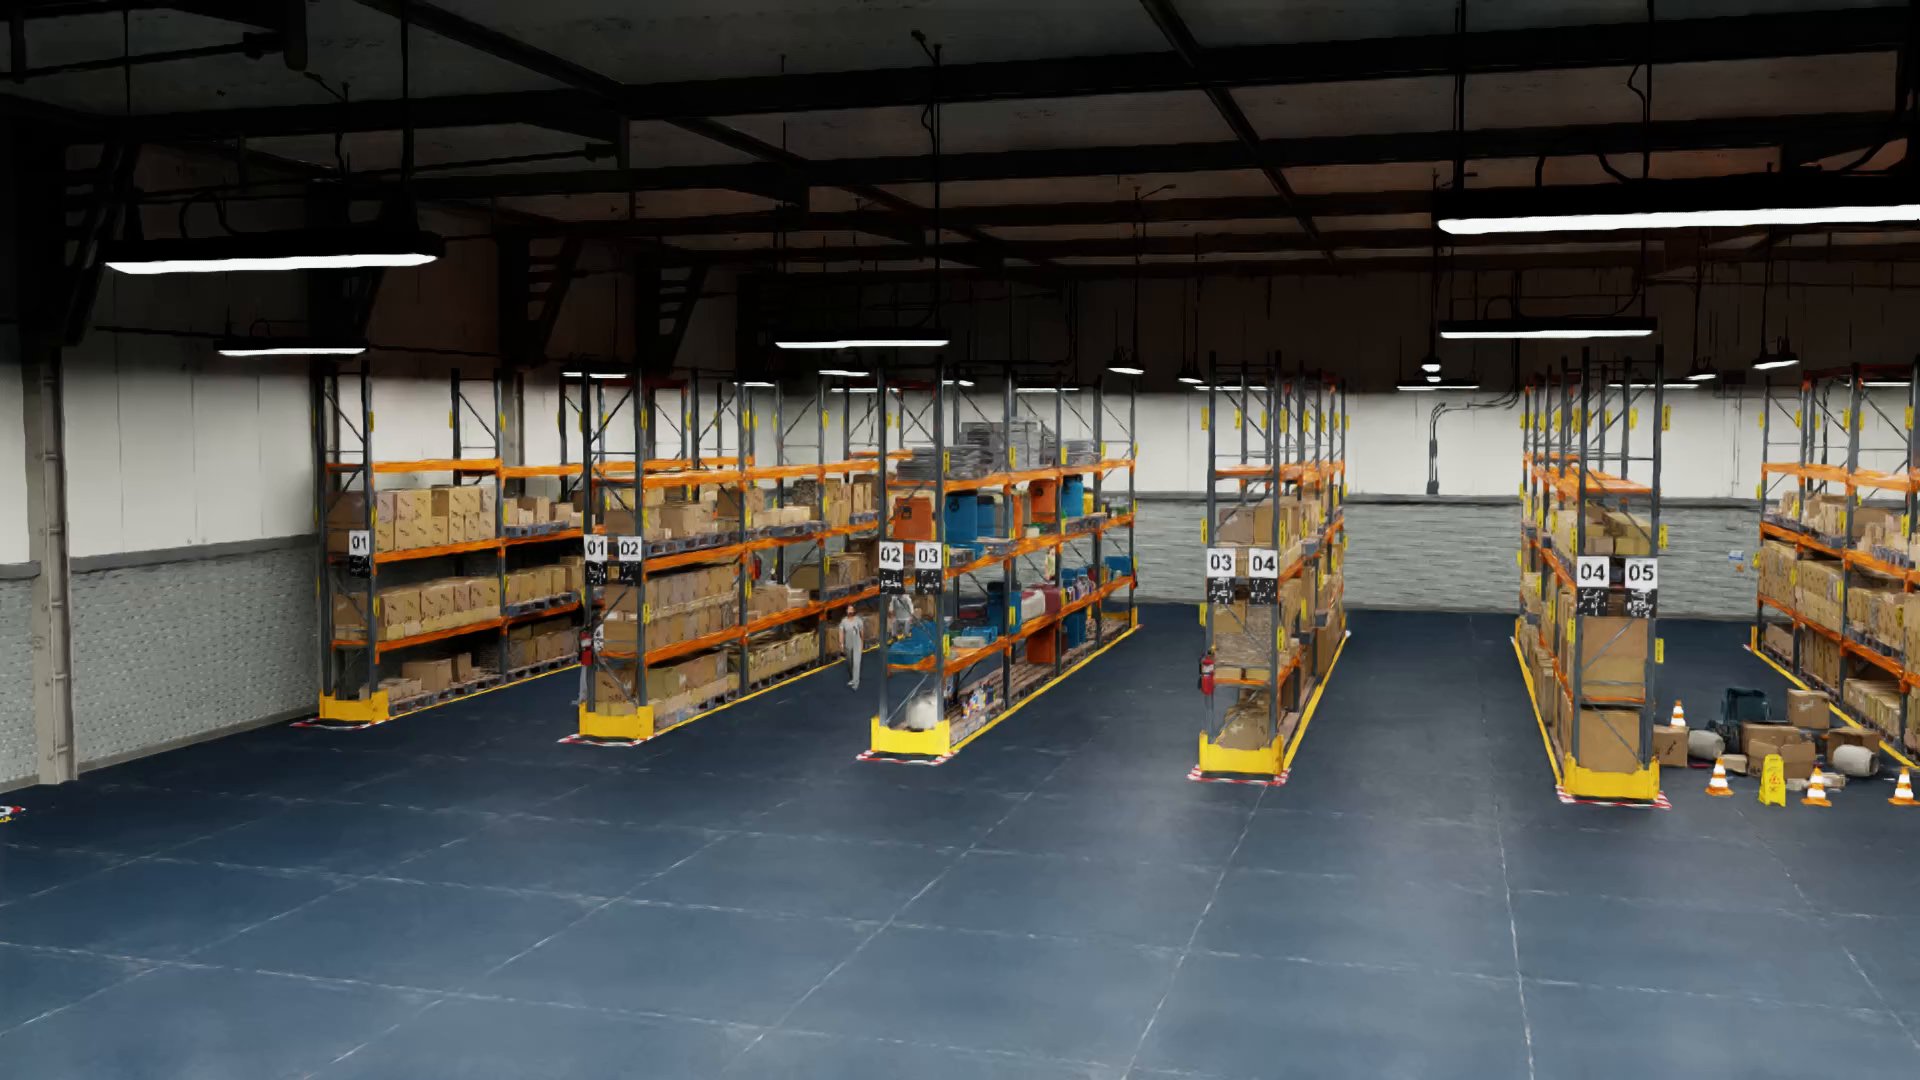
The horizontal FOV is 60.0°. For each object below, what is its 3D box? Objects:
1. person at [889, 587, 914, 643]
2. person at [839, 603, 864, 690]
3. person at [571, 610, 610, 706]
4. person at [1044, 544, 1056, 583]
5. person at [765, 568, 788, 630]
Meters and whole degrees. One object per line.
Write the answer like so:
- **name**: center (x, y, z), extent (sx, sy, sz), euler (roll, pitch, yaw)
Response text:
- **person**: center (-1.252, 1.696, 35.612), extent (0.566, 1.541, 0.519), euler (1, 4, 13)
- **person**: center (-2.032, 1.984, 31.034), extent (0.444, 1.575, 1.018), euler (1, 4, 8)
- **person**: center (-6.411, 2.054, 29.307), extent (0.540, 1.676, 1.130), euler (1, 4, 14)
- **person**: center (2.380, 0.940, 45.303), extent (0.641, 1.667, 0.451), euler (-3, 5, -33)
- **person**: center (-4.275, 1.448, 38.612), extent (0.625, 1.611, 0.582), euler (1, 4, 15)
